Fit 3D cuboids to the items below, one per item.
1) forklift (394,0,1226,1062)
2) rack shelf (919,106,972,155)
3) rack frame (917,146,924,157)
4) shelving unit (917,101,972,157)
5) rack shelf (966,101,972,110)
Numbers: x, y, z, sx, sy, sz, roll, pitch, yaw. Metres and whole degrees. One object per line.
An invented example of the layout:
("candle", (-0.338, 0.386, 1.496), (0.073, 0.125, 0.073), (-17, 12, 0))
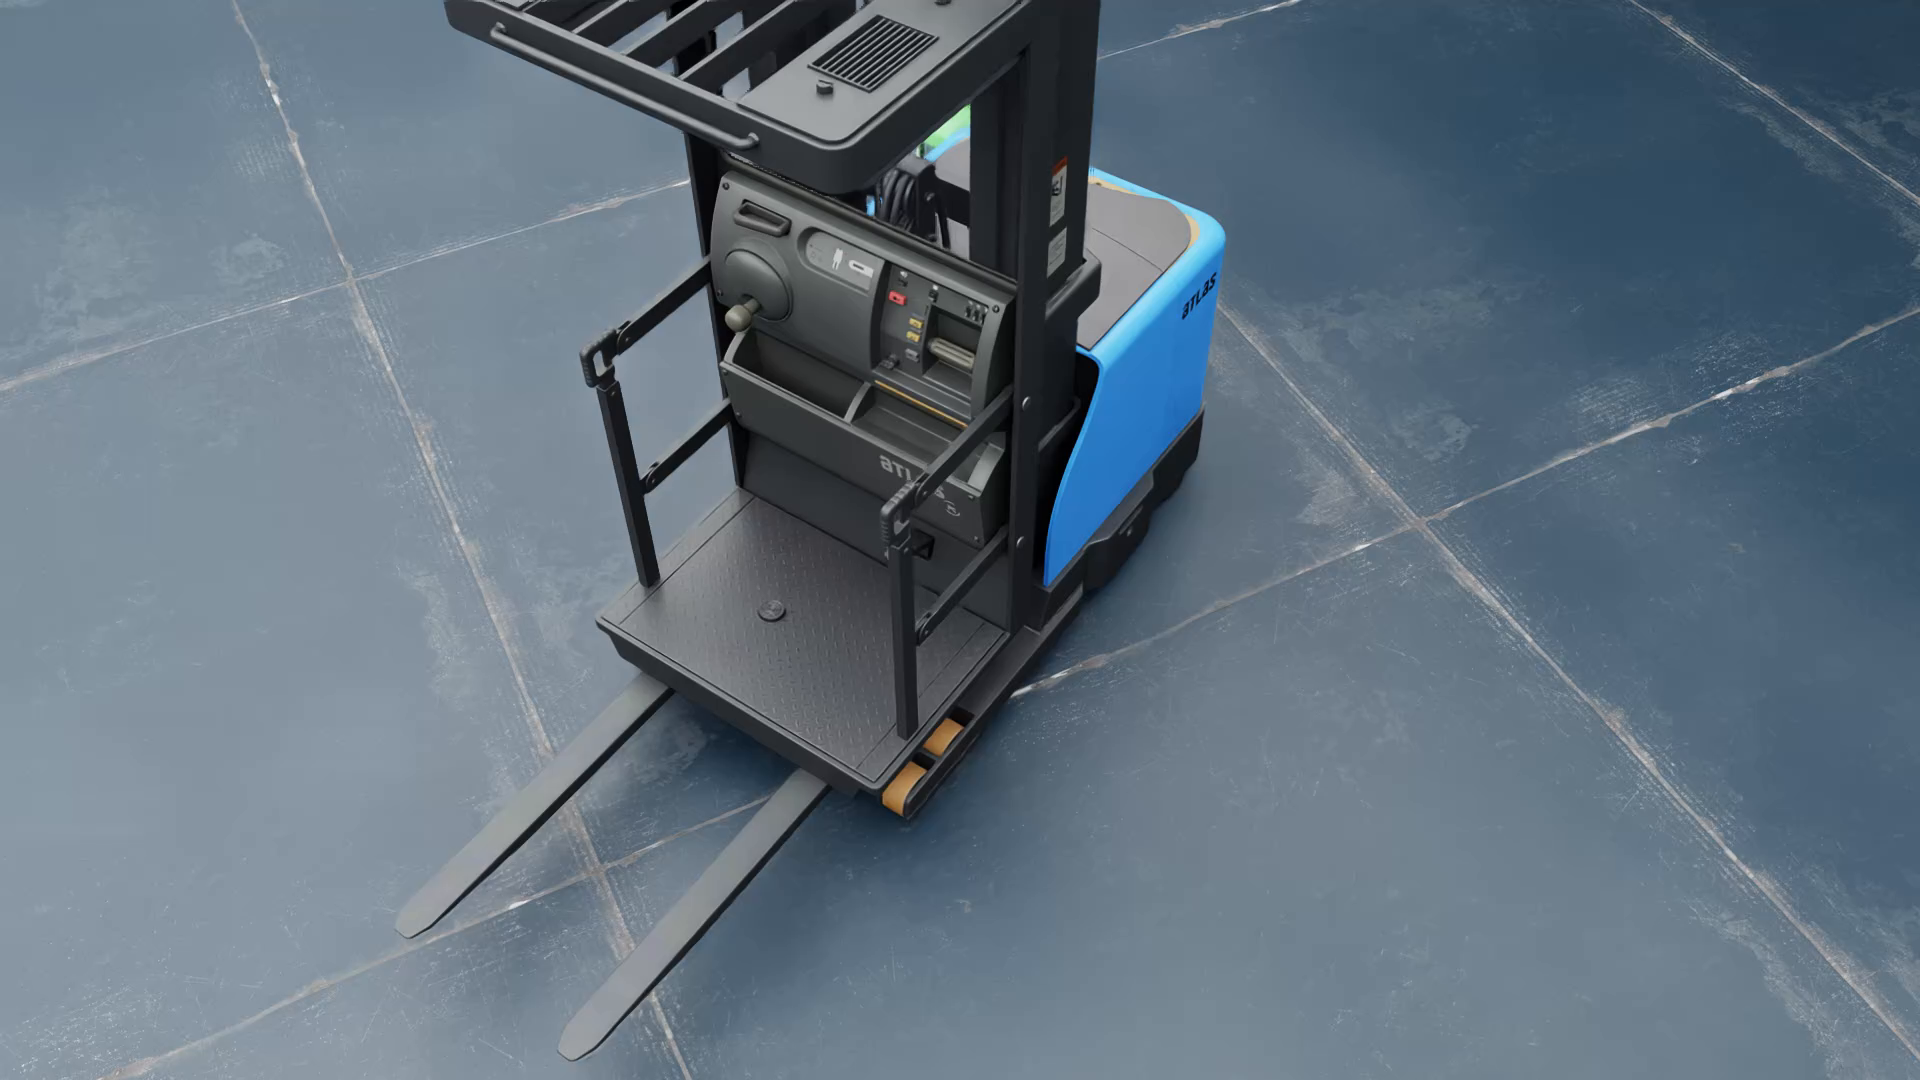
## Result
("forklift", (-0.405, -0.552, 4.286), (1.130, 2.935, 3.031), (28, 54, 22))
("rack shelf", (0.108, -1.390, 5.935), (0.480, 0.148, 0.258), (37, 58, 28))
("rack frame", (-0.065, -1.403, 6.180), (0.015, 1.200, 0.240), (37, 58, 28))
("shelving unit", (0.108, -1.274, 6.067), (0.503, 1.200, 0.258), (37, 58, 28))
("rack shelf", (0.108, -1.548, 5.754), (0.480, 0.148, 0.258), (37, 58, 28))
